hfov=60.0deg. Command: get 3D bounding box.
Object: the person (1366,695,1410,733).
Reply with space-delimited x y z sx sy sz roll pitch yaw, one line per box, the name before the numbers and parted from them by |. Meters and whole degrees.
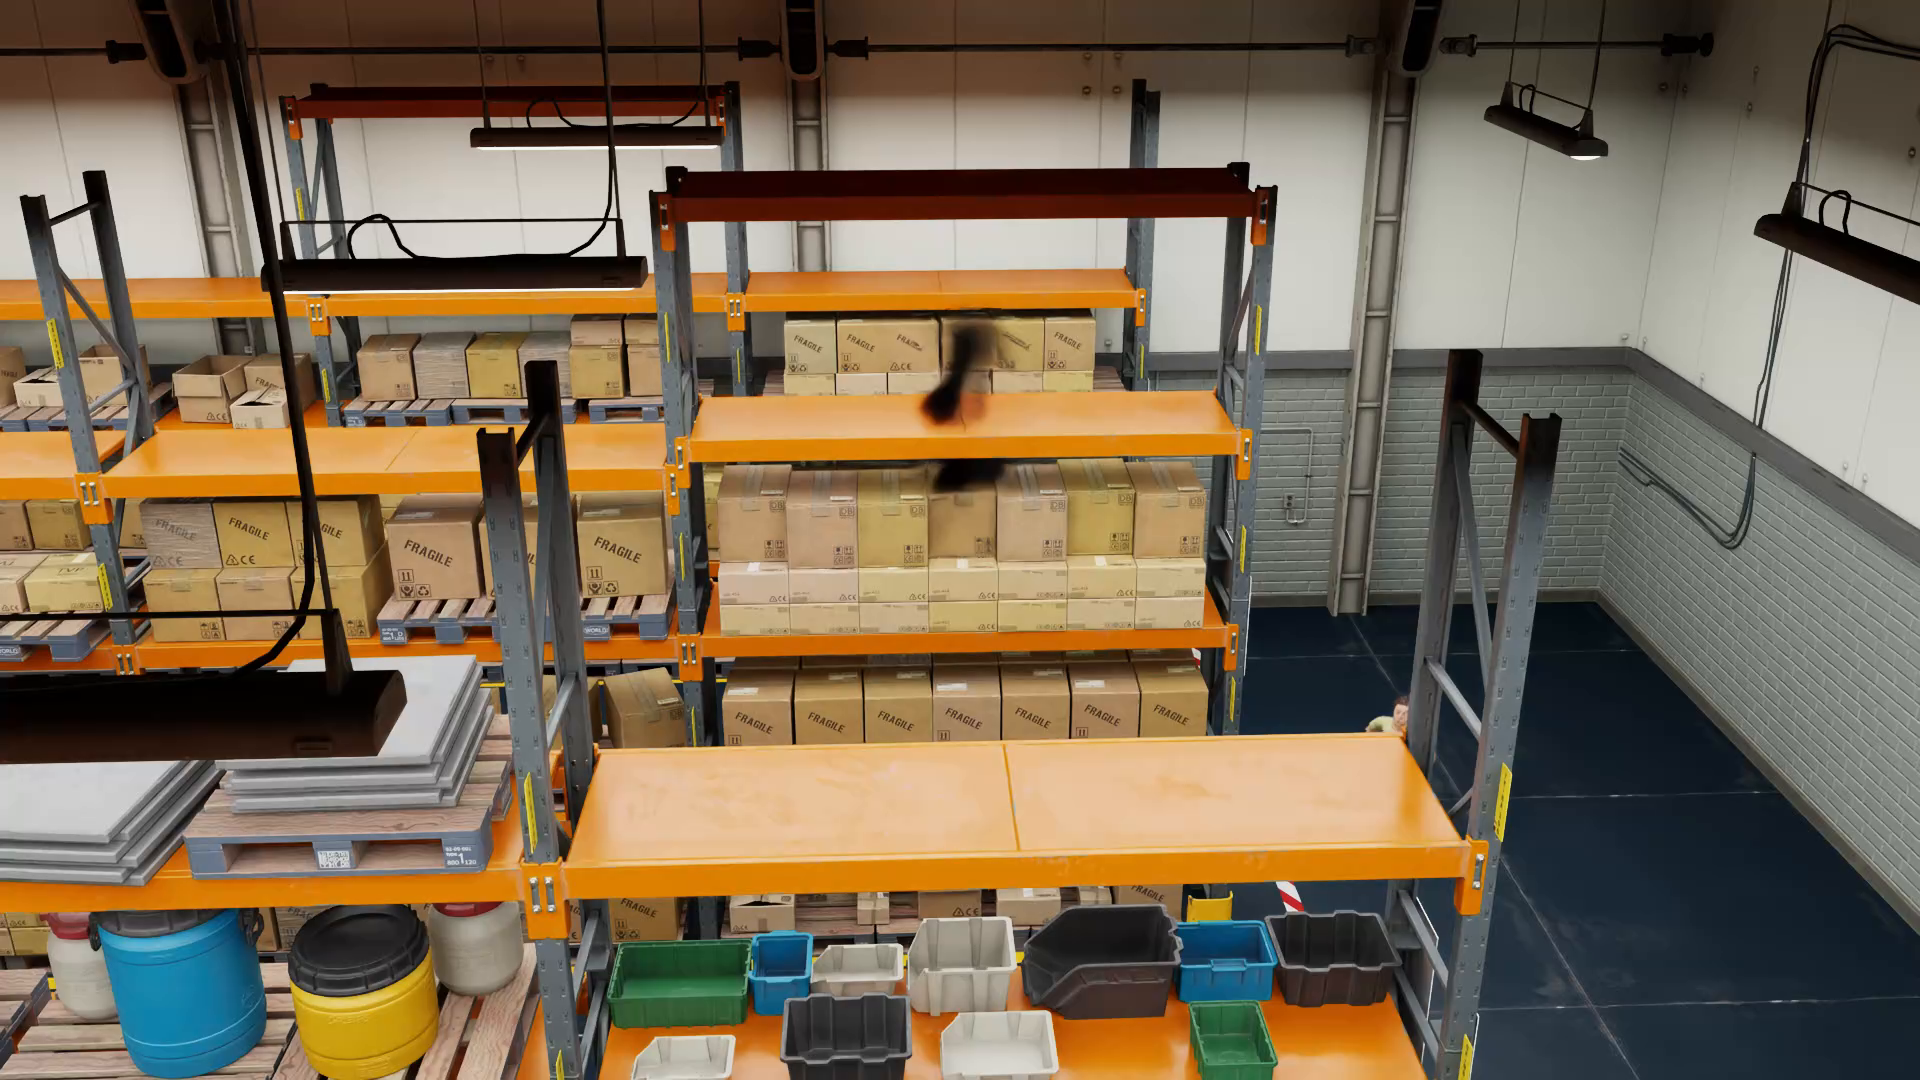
person | 3.614 2.043 13.968 0.606 1.622 0.529 13 25 29
